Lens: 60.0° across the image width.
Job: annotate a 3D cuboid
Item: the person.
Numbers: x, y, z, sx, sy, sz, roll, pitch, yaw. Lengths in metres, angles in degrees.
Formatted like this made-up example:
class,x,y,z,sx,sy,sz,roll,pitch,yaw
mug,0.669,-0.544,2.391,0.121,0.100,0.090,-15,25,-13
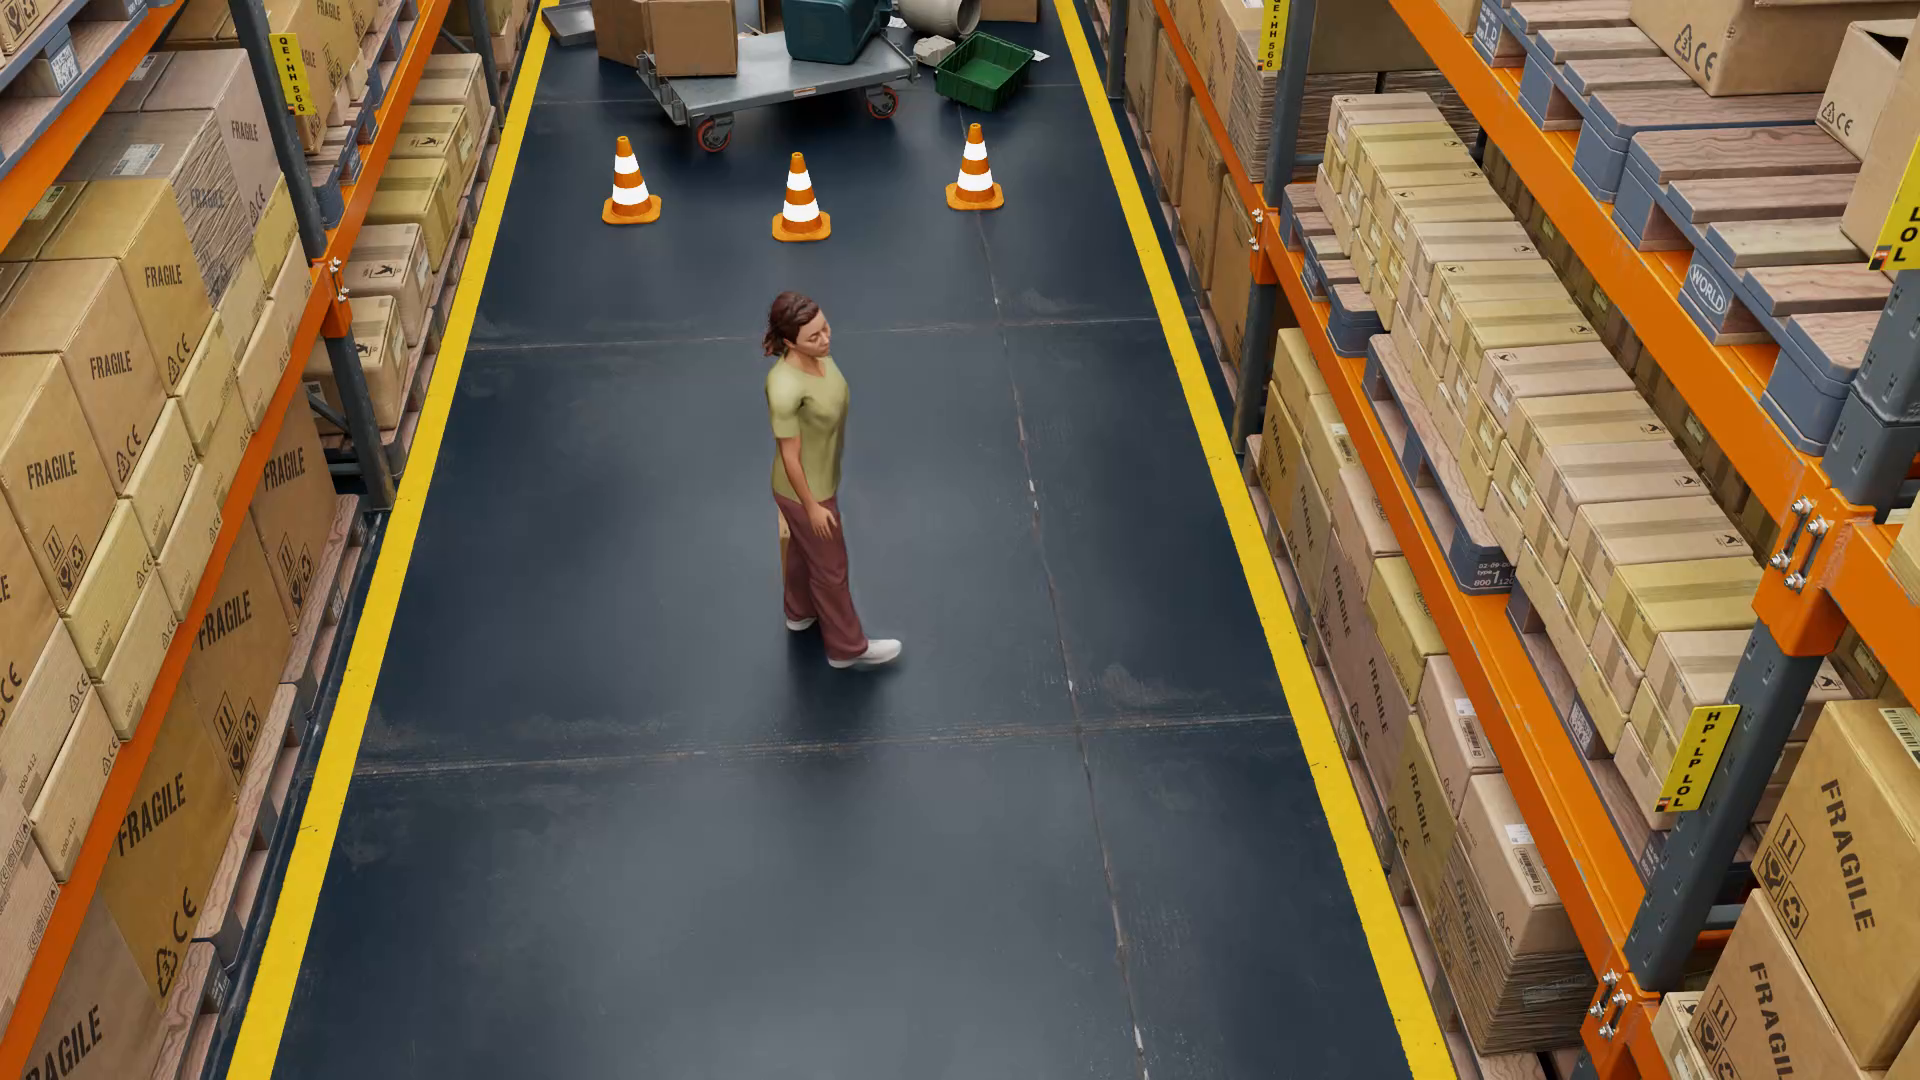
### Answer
class,x,y,z,sx,sy,sz,roll,pitch,yaw
person,-0.488,-0.220,6.390,0.527,1.673,0.507,5,40,6
